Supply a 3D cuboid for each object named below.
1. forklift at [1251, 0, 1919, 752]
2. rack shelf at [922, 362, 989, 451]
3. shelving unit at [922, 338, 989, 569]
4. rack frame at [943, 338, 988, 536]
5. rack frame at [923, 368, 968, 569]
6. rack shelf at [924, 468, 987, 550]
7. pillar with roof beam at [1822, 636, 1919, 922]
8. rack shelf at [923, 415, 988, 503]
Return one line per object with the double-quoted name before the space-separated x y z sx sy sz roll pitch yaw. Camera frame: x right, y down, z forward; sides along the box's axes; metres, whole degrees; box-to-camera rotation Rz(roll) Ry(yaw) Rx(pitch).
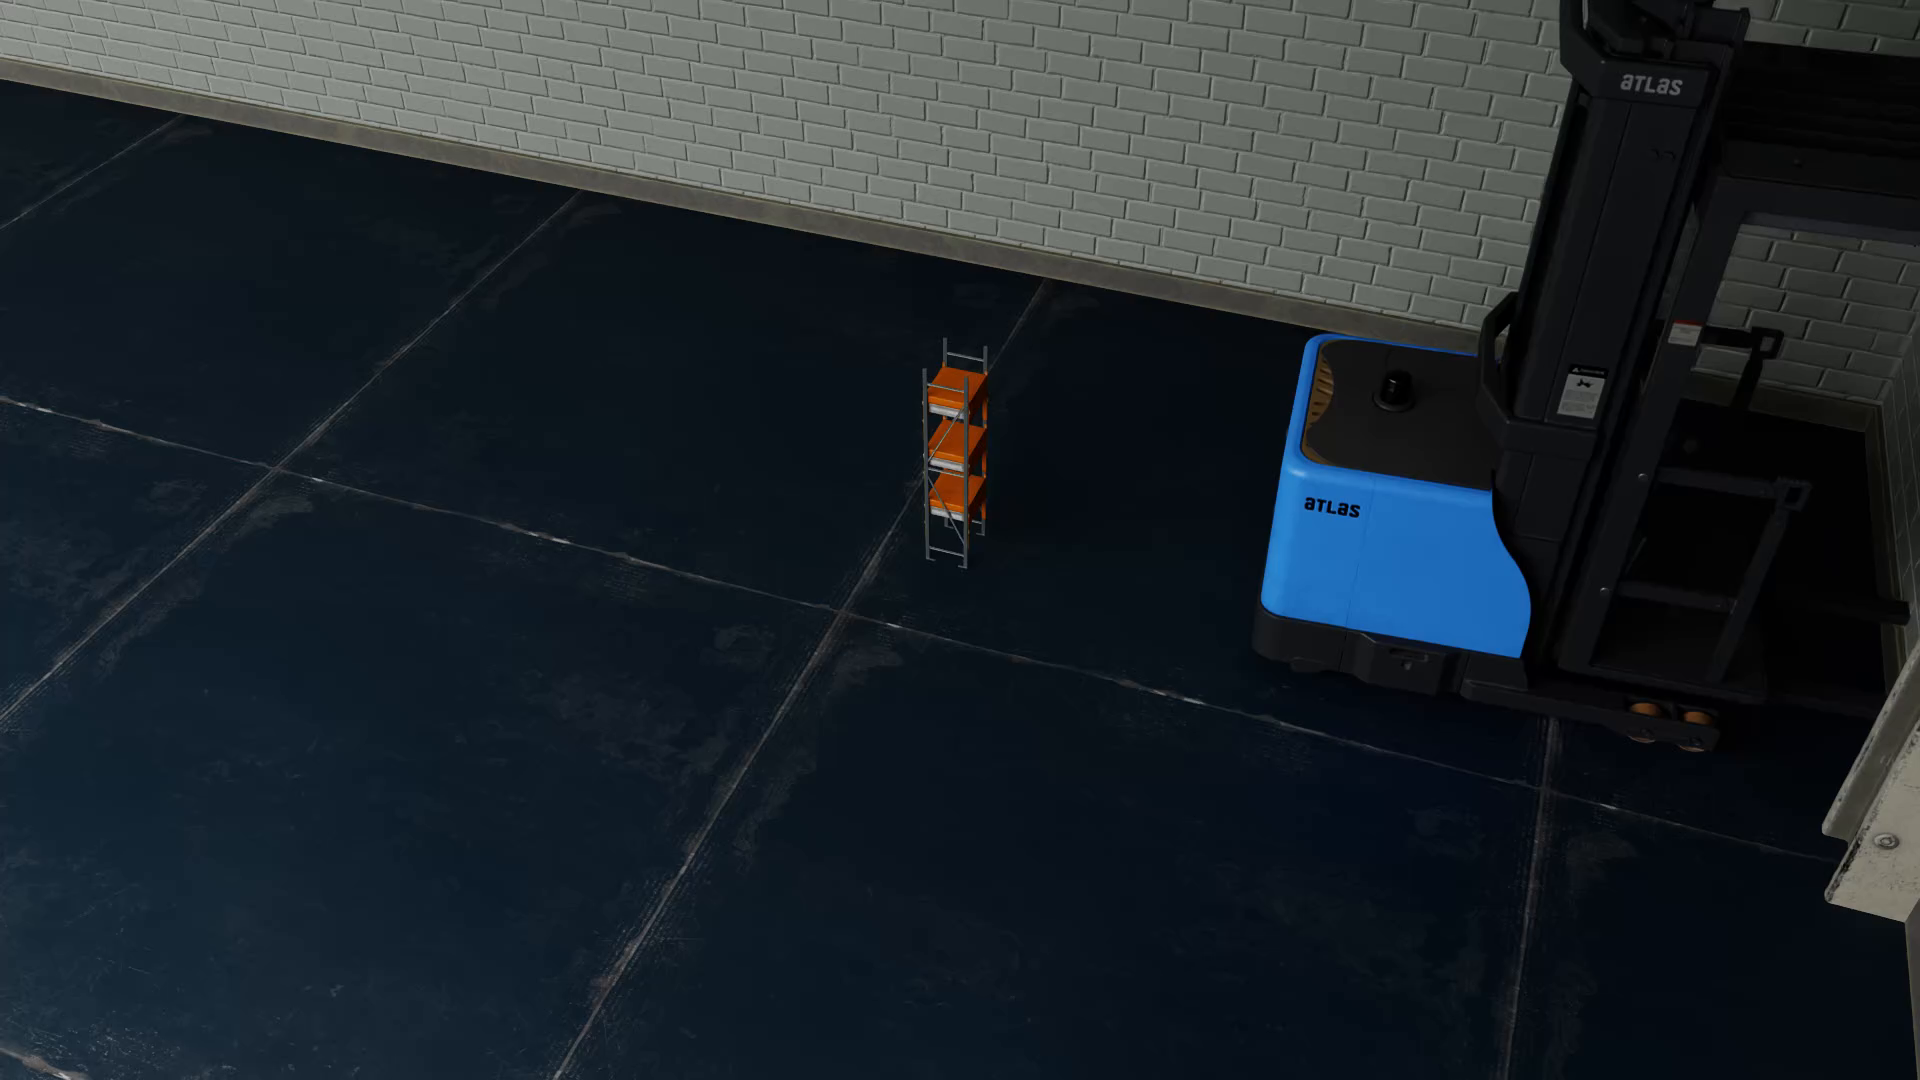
"forklift" 2.814 -0.646 6.203 3.031 2.935 1.130 10 41 11
"rack shelf" -0.018 -0.575 7.147 0.215 0.259 0.240 13 42 15
"shelving unit" -0.018 -0.367 7.325 0.215 1.050 0.252 13 42 15
"rack frame" 0.023 -0.441 7.412 0.200 1.050 0.008 13 42 15
"rack frame" -0.060 -0.292 7.237 0.200 1.050 0.008 13 42 15
"rack shelf" -0.018 -0.147 7.512 0.215 0.259 0.240 13 42 15
"pillar with roof beam" -0.639 -3.131 4.440 9.100 9.000 0.400 13 42 15
"rack shelf" -0.018 -0.359 7.331 0.215 0.259 0.240 13 42 15
